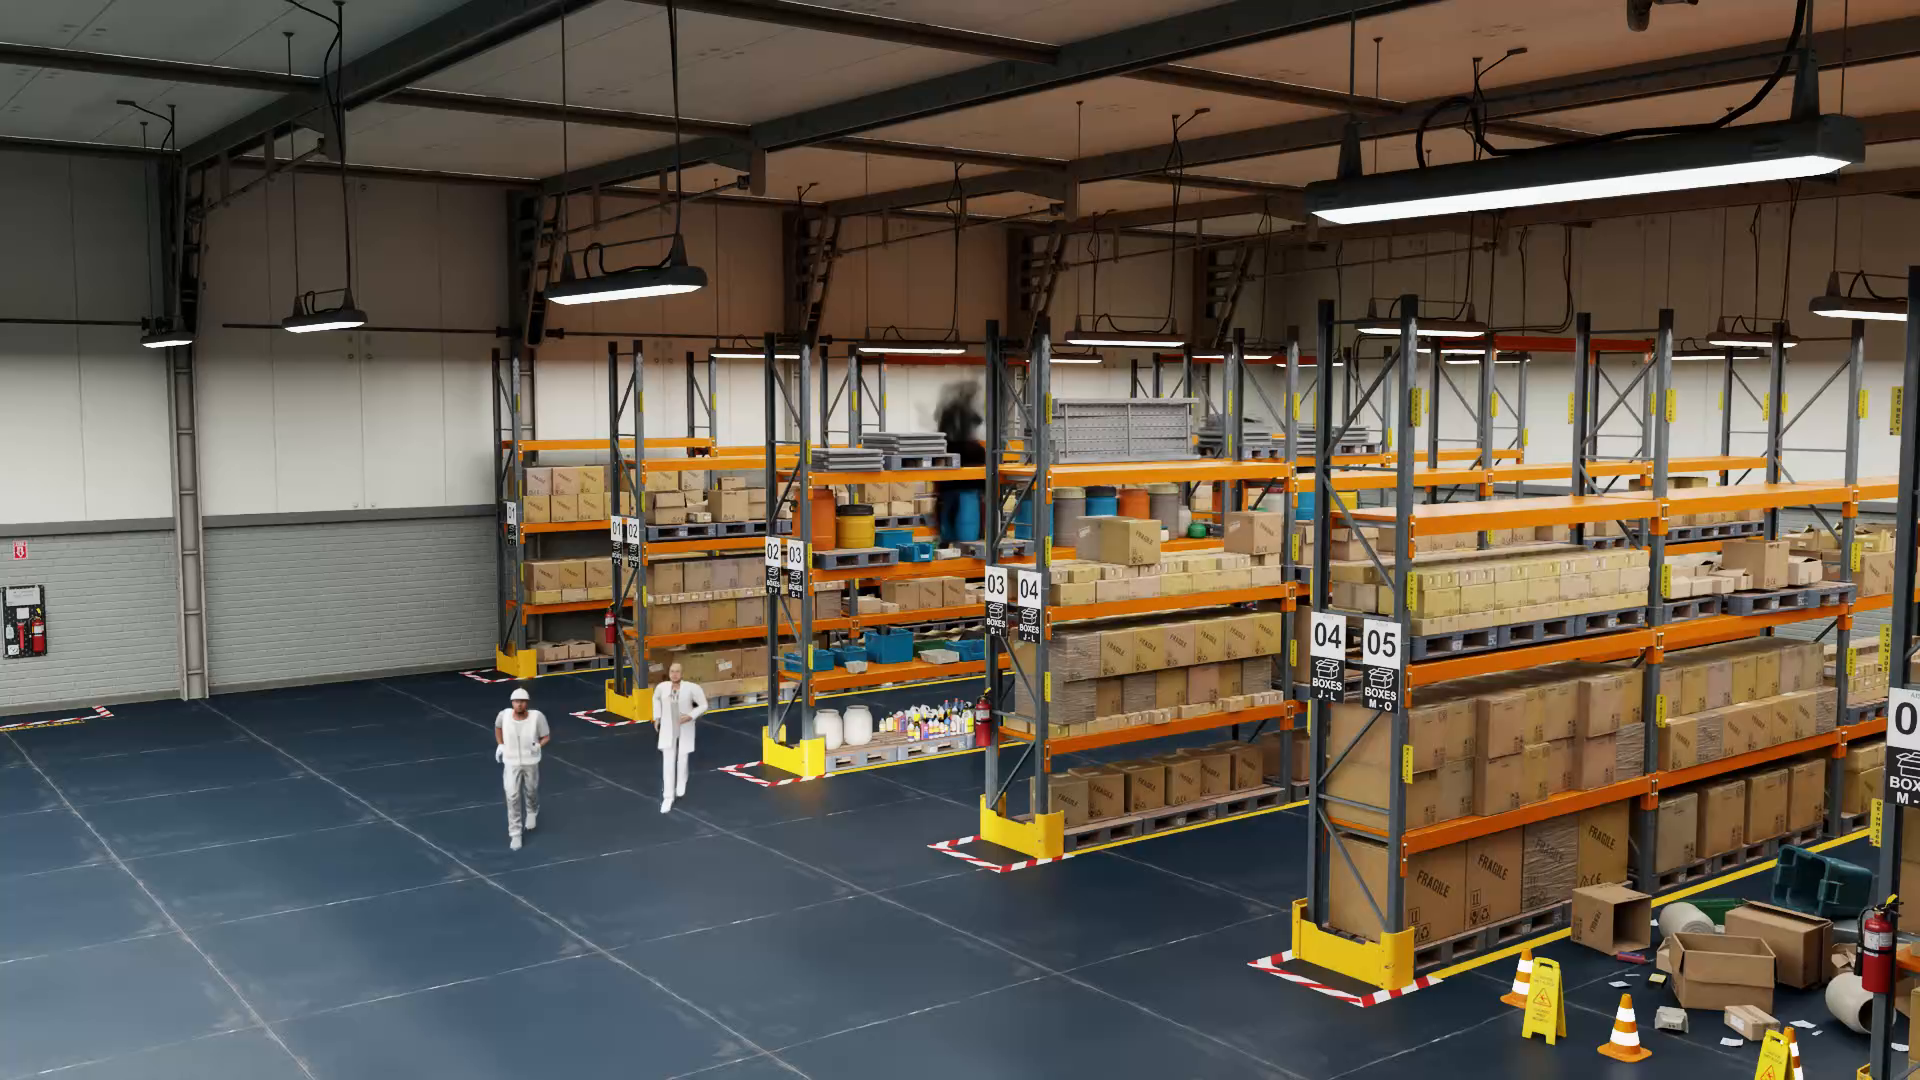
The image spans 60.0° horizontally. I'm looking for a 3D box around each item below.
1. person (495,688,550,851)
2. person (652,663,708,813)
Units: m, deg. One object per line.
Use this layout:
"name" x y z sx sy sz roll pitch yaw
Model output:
"person" -5.058 2.584 19.250 0.625 1.797 0.982 -1 5 -12
"person" -3.528 2.442 20.946 0.718 1.807 0.939 0 5 -2
